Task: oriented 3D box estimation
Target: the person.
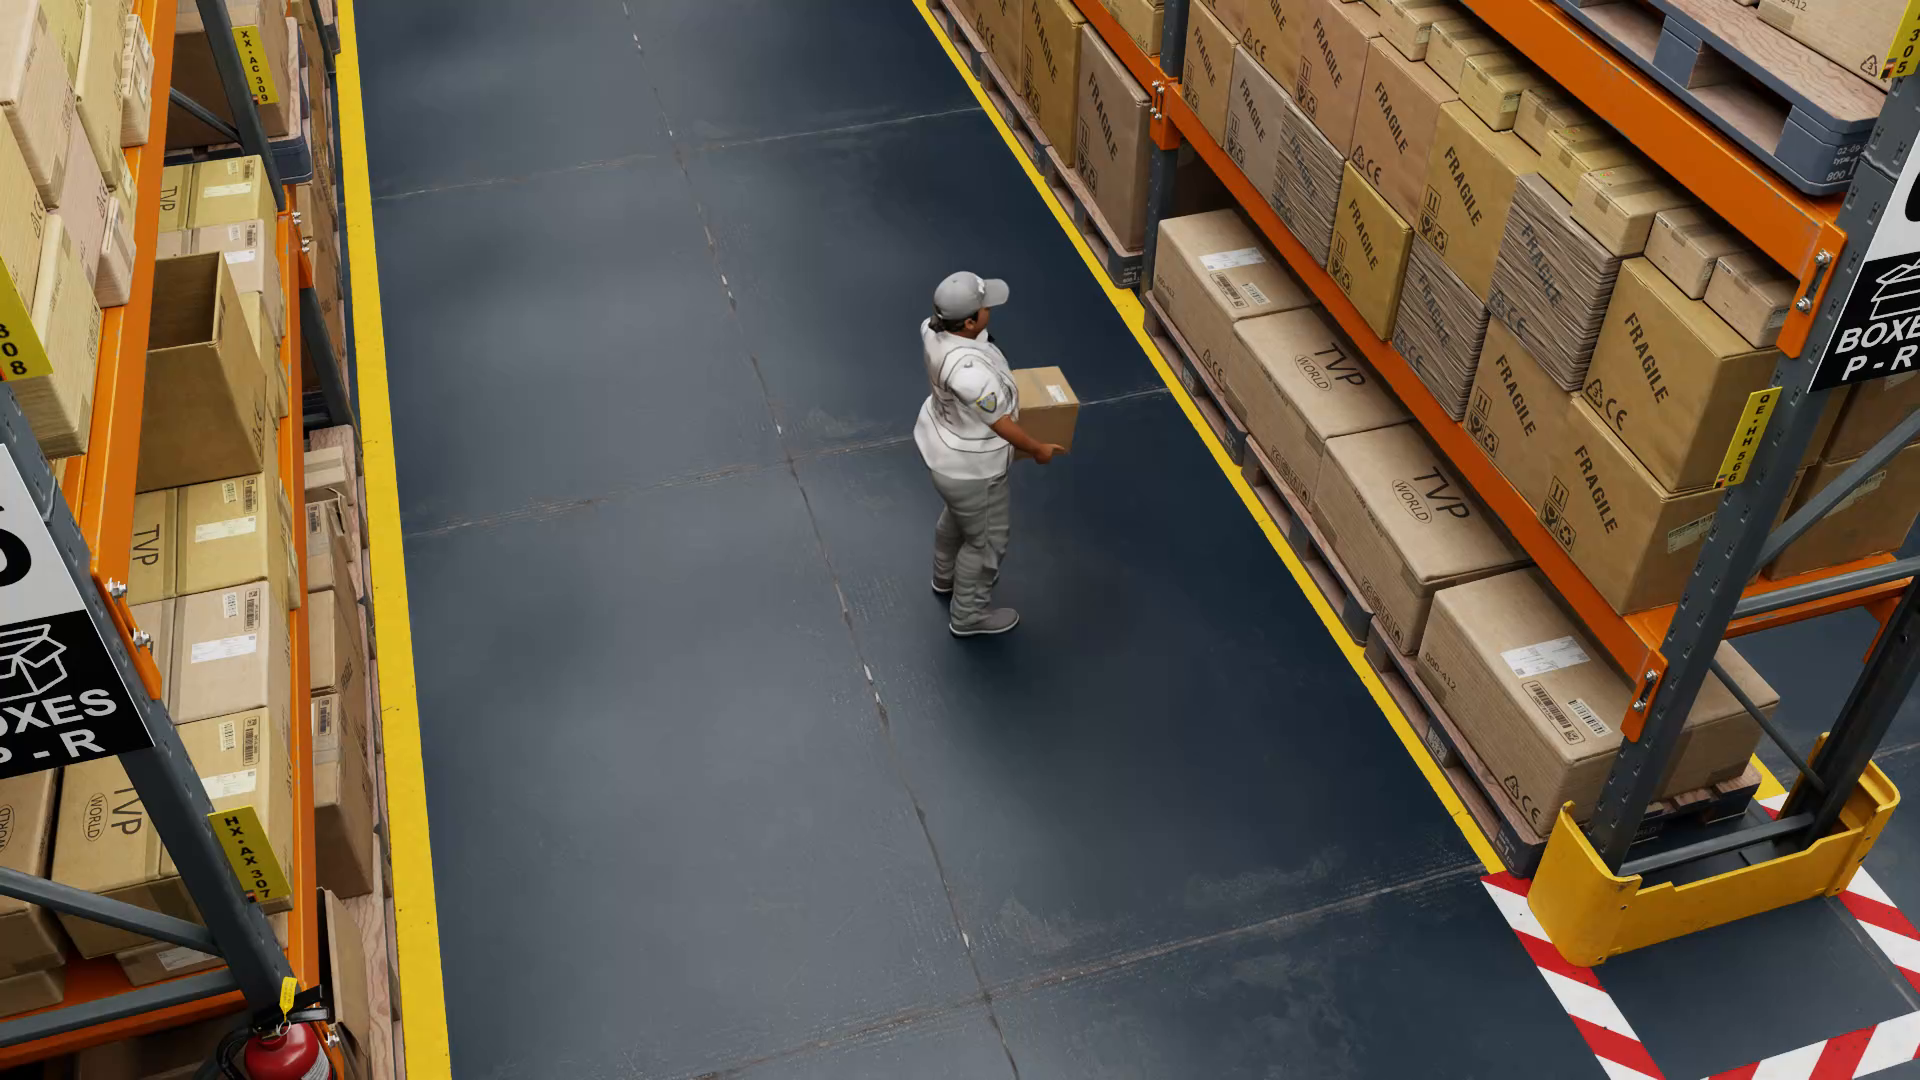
[{"bbox_3d":[0.104,-0.351,6.549,0.545,1.662,0.452,-12,44,-13],"label":"person"}]
